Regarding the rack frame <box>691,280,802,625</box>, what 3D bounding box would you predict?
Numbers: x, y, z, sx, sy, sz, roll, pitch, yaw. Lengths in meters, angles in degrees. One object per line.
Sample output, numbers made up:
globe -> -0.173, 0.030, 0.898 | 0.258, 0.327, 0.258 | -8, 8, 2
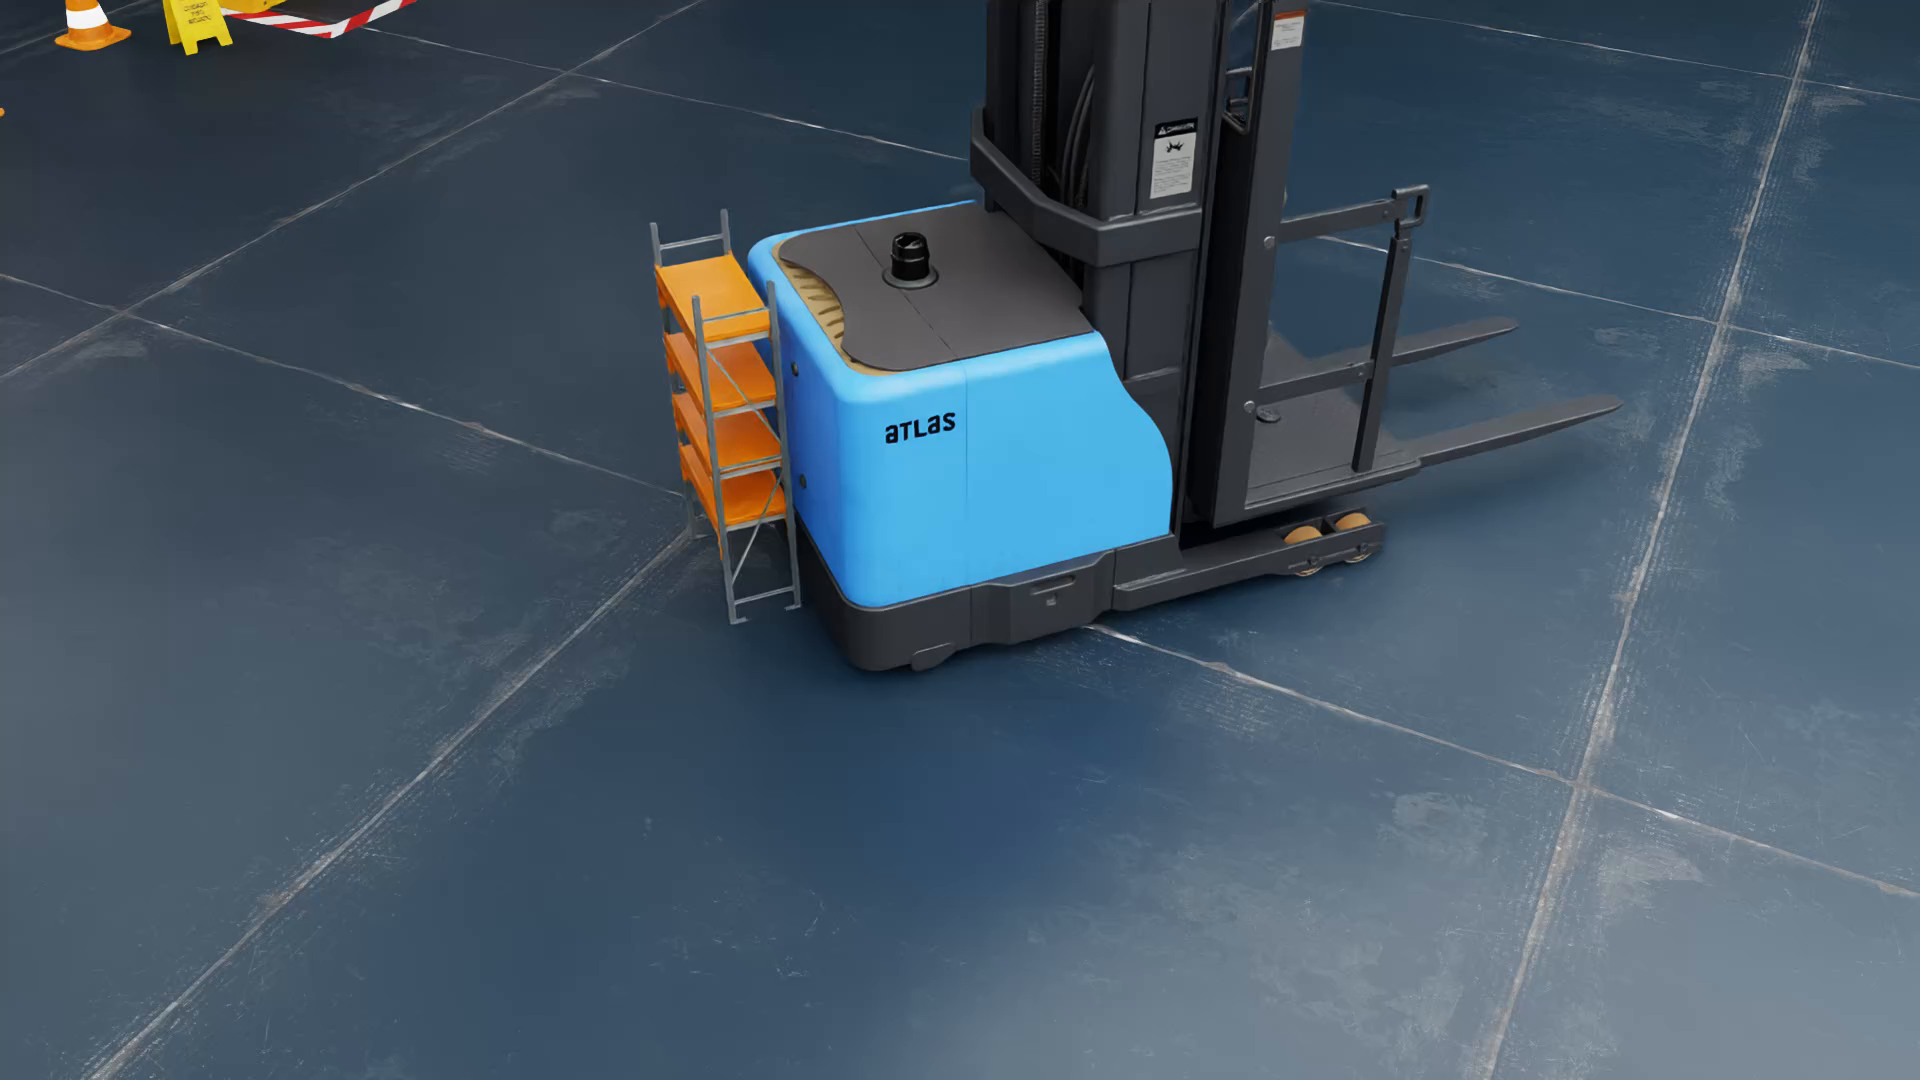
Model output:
rack frame -> -0.637, -0.233, 5.062 | 0.240, 1.200, 0.015 | -14, 39, -17

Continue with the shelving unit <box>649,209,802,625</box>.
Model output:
shelving unit -> -0.730, -0.369, 5.242 | 0.258, 1.200, 0.503 | -14, 39, -17

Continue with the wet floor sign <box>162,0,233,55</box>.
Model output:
wet floor sign -> -4.318, -3.080, 9.274 | 0.267, 0.644, 0.232 | -29, 46, -33

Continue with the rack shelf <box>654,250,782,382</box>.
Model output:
rack shelf -> -0.732, -0.681, 5.004 | 0.258, 0.148, 0.480 | -14, 39, -17

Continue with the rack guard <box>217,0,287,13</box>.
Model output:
rack guard -> -4.062, -3.671, 10.172 | 0.348, 0.500, 1.175 | 17, 41, 21

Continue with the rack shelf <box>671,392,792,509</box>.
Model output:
rack shelf -> -0.729, -0.316, 5.283 | 0.258, 0.148, 0.480 | -14, 39, -17

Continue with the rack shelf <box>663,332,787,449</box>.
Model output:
rack shelf -> -0.731, -0.493, 5.147 | 0.258, 0.148, 0.480 | -14, 39, -17

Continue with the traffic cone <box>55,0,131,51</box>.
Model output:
traffic cone -> -4.970, -3.062, 9.401 | 0.334, 0.463, 0.336 | 17, 41, 21

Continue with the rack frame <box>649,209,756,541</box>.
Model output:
rack frame -> -0.822, -0.506, 5.422 | 0.240, 1.200, 0.015 | -14, 39, -17

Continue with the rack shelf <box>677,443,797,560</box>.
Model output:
rack shelf -> -0.728, -0.158, 5.404 | 0.258, 0.148, 0.480 | -14, 39, -17

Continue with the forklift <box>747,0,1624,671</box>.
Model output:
forklift -> 0.886, -1.328, 5.076 | 3.031, 2.935, 1.130 | -14, 39, -18

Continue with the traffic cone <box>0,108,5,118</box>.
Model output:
traffic cone -> -5.179, -2.371, 8.491 | 0.334, 0.463, 0.336 | 17, 41, 21
